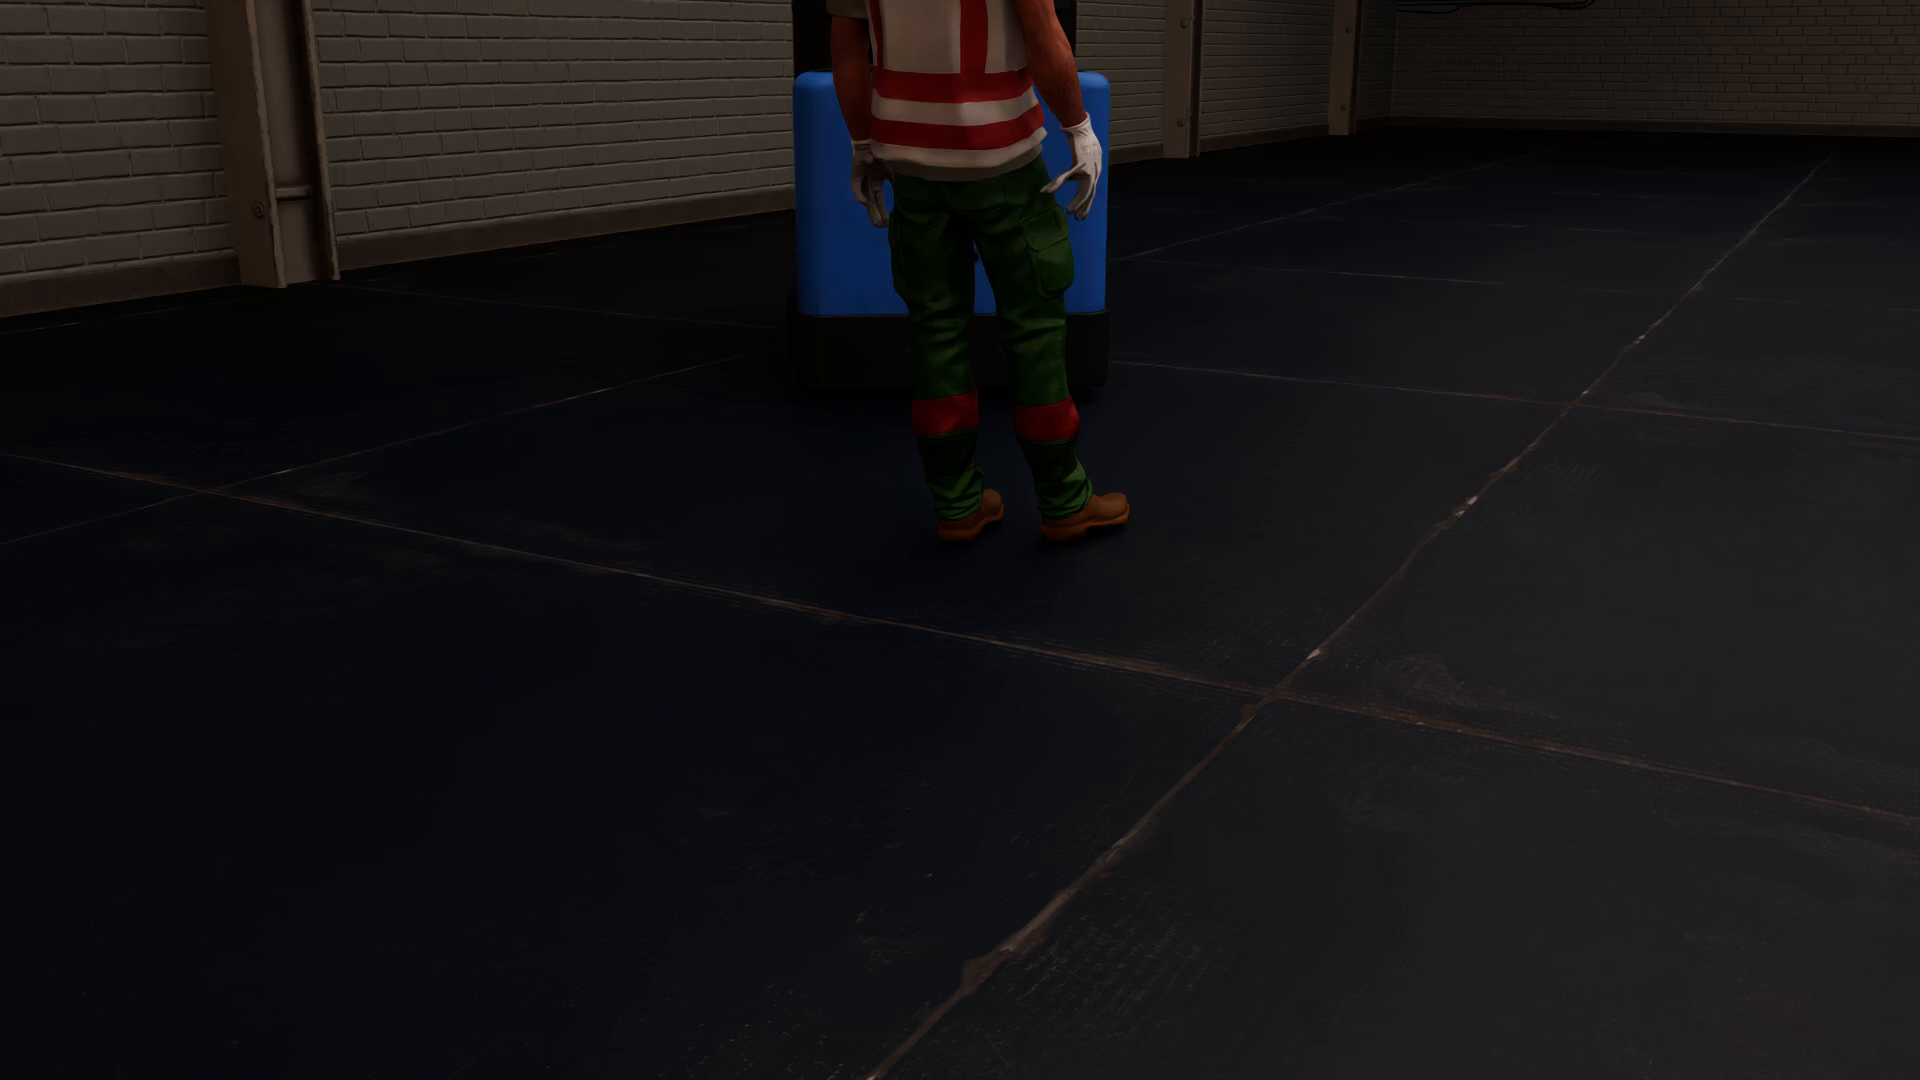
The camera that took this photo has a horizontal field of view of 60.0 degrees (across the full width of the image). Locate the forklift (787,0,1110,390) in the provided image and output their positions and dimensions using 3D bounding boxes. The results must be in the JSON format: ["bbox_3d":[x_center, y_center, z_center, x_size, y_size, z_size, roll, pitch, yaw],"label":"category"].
[{"bbox_3d":[-0.114,-2.269,6.557,1.130,2.935,3.031,-1,16,-3],"label":"forklift"}]

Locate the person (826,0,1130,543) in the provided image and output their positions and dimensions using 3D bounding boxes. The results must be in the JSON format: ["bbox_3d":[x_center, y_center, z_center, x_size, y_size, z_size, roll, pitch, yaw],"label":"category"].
[{"bbox_3d":[0.049,-0.883,3.848,0.638,1.789,0.562,9,19,28],"label":"person"}]
